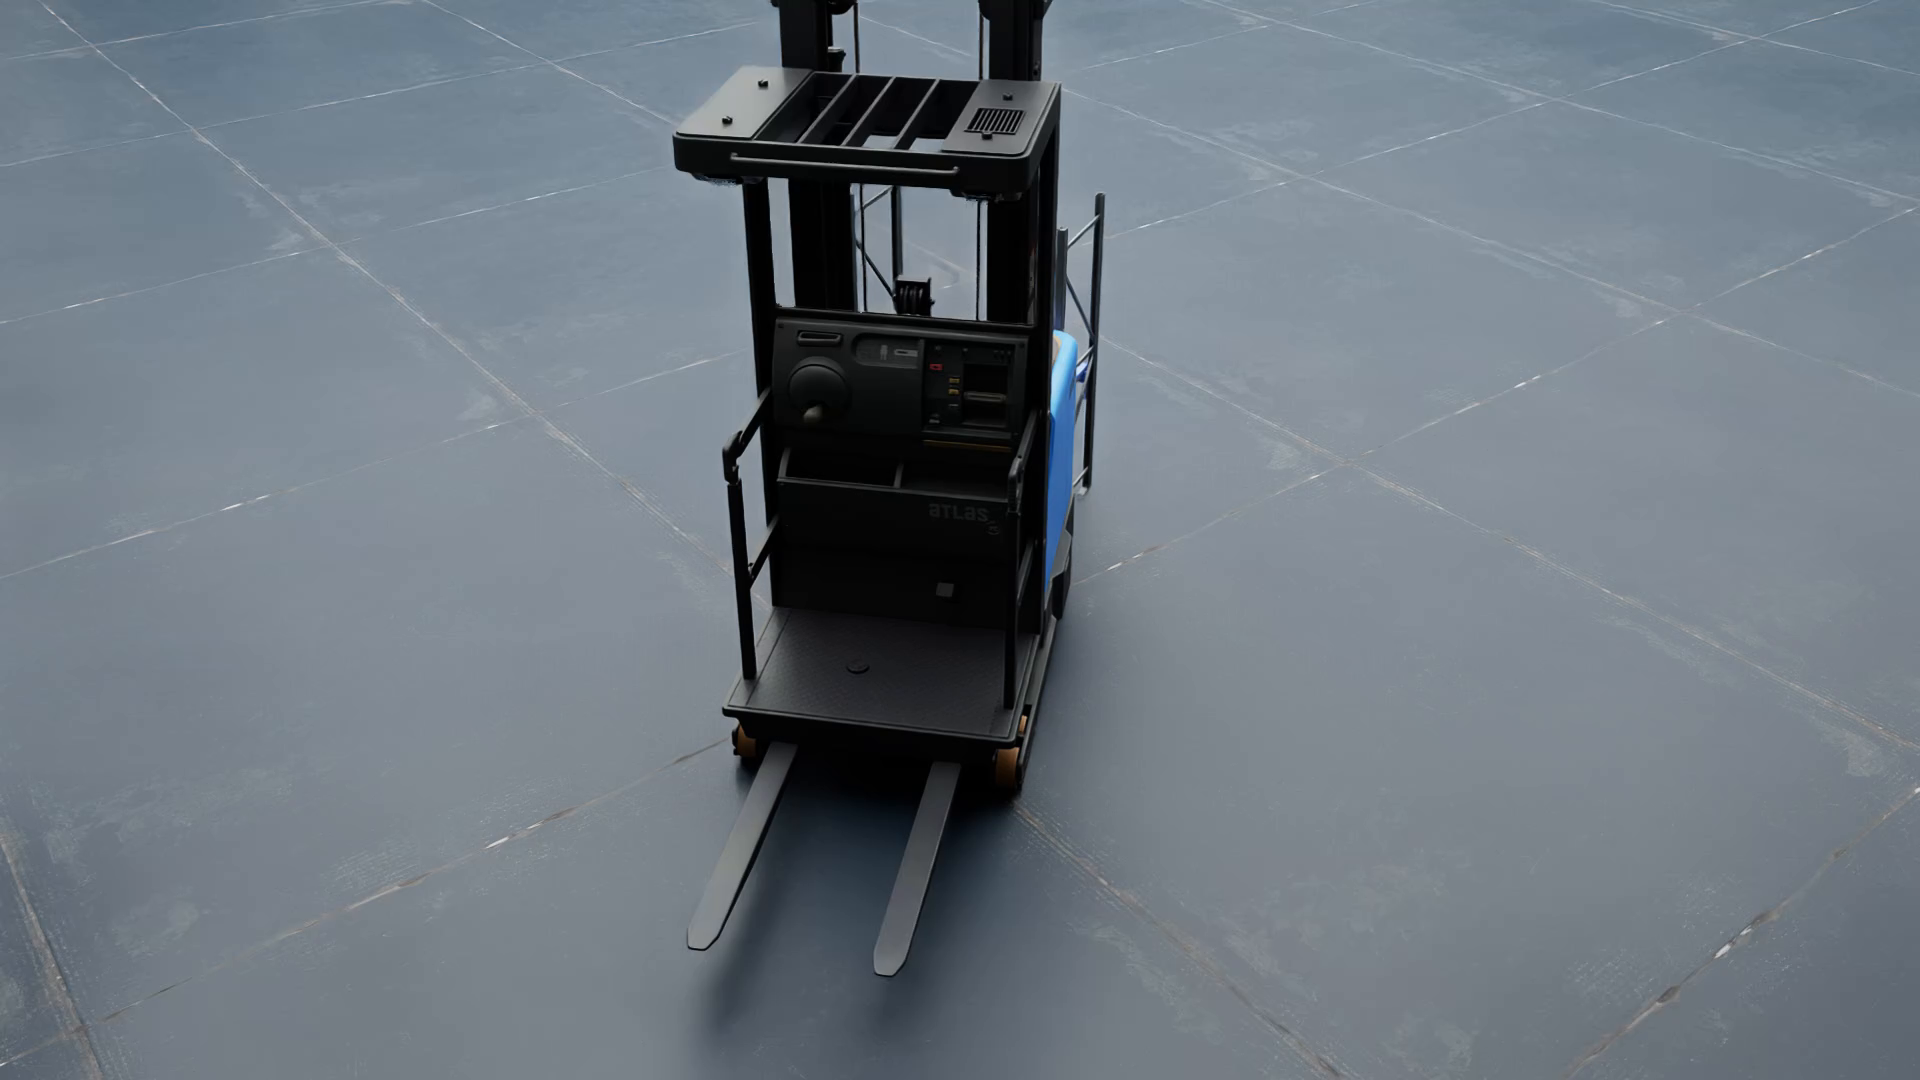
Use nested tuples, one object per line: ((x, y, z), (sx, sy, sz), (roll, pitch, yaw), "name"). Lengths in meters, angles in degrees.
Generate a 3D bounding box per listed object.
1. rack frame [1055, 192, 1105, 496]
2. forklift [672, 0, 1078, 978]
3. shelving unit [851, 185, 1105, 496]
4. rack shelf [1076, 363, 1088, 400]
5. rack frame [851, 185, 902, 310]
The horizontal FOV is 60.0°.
((0.530, -0.790, 7.600), (0.032, 1.500, 0.500), (13, 34, 21), "rack frame")
((-0.256, -0.520, 5.810), (1.130, 2.935, 3.031), (6, 32, 9), "forklift")
((0.067, -0.901, 7.778), (1.048, 1.500, 0.538), (13, 34, 21), "shelving unit")
((0.067, -0.748, 7.873), (1.000, 0.185, 0.538), (13, 34, 21), "rack shelf")
((-0.396, -1.011, 7.957), (0.032, 1.500, 0.500), (13, 34, 21), "rack frame")
